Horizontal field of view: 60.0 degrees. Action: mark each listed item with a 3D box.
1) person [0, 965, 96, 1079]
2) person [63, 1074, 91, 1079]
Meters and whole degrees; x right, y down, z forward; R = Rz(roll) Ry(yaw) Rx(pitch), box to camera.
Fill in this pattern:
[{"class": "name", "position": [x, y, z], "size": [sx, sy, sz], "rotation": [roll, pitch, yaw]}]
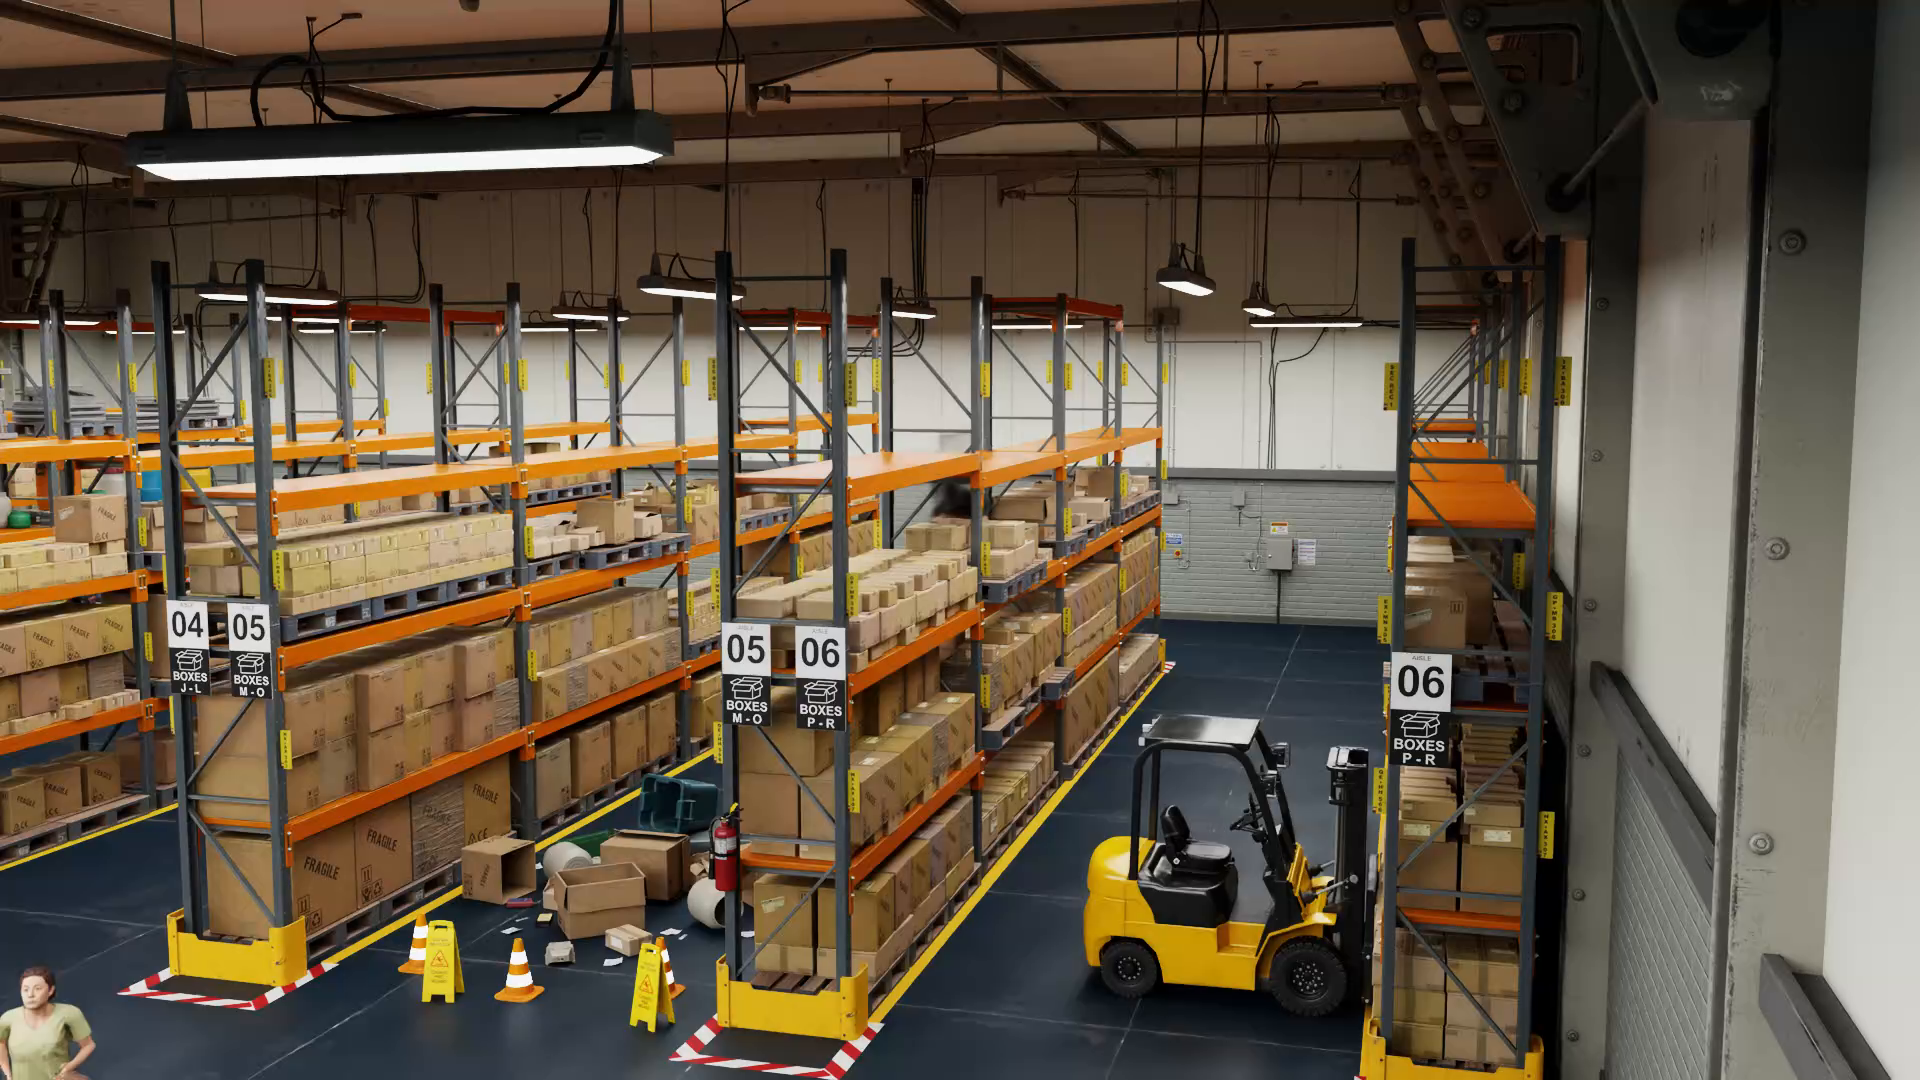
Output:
[{"class": "person", "position": [-5.392, 3.308, 9.802], "size": [0.557, 1.637, 0.605], "rotation": [-3, 7, -26]}, {"class": "person", "position": [-4.287, 3.465, 8.103], "size": [0.642, 1.704, 0.649], "rotation": [-4, 7, -34]}]
